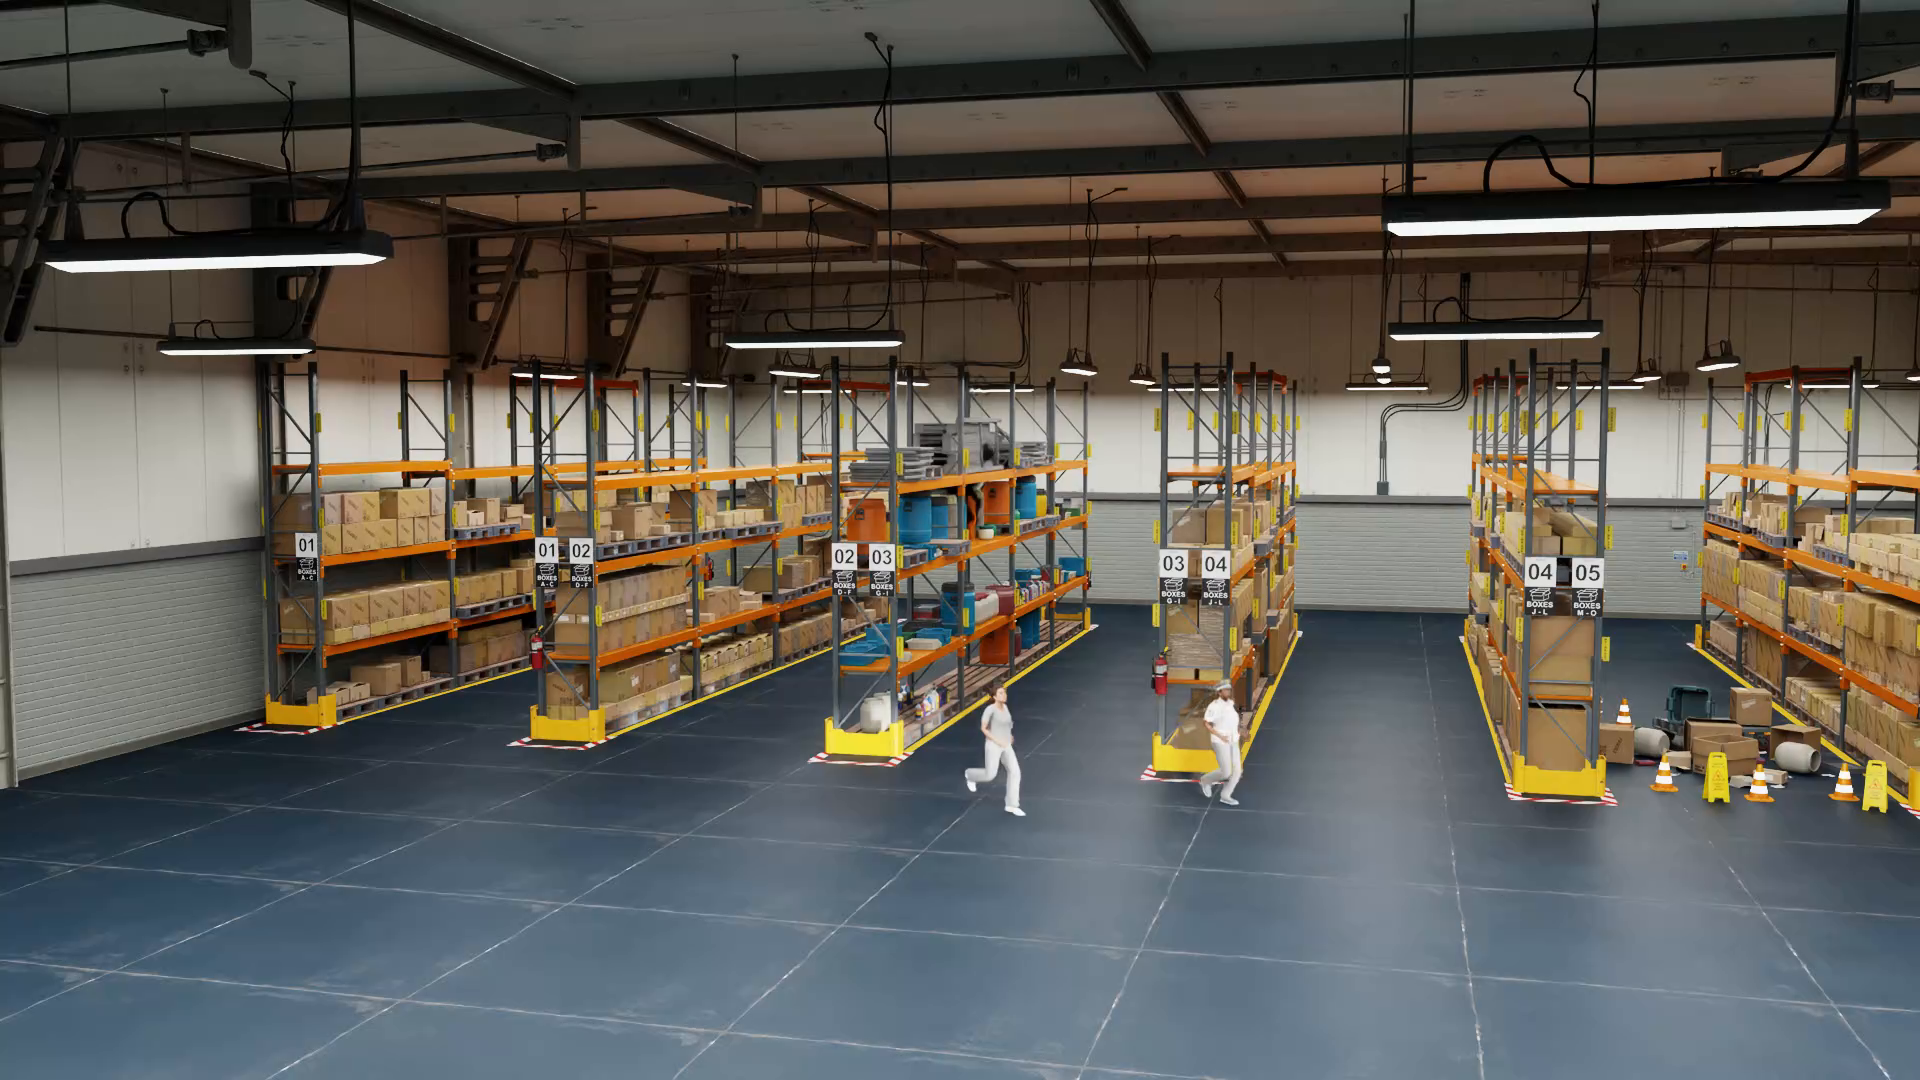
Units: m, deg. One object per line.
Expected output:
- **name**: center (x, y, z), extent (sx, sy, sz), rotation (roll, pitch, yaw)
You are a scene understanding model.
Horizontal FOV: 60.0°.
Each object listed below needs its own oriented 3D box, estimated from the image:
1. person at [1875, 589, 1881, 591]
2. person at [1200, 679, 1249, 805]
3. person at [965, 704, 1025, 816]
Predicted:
- **person**: center (17.862, 1.828, 32.536), extent (0.656, 1.828, 0.700), rotation (0, 4, 3)
- **person**: center (3.467, 2.637, 21.851), extent (0.573, 1.647, 0.584), rotation (-3, 5, -40)
- **person**: center (0.468, 2.814, 21.529), extent (0.519, 1.409, 1.008), rotation (-4, 5, -41)
